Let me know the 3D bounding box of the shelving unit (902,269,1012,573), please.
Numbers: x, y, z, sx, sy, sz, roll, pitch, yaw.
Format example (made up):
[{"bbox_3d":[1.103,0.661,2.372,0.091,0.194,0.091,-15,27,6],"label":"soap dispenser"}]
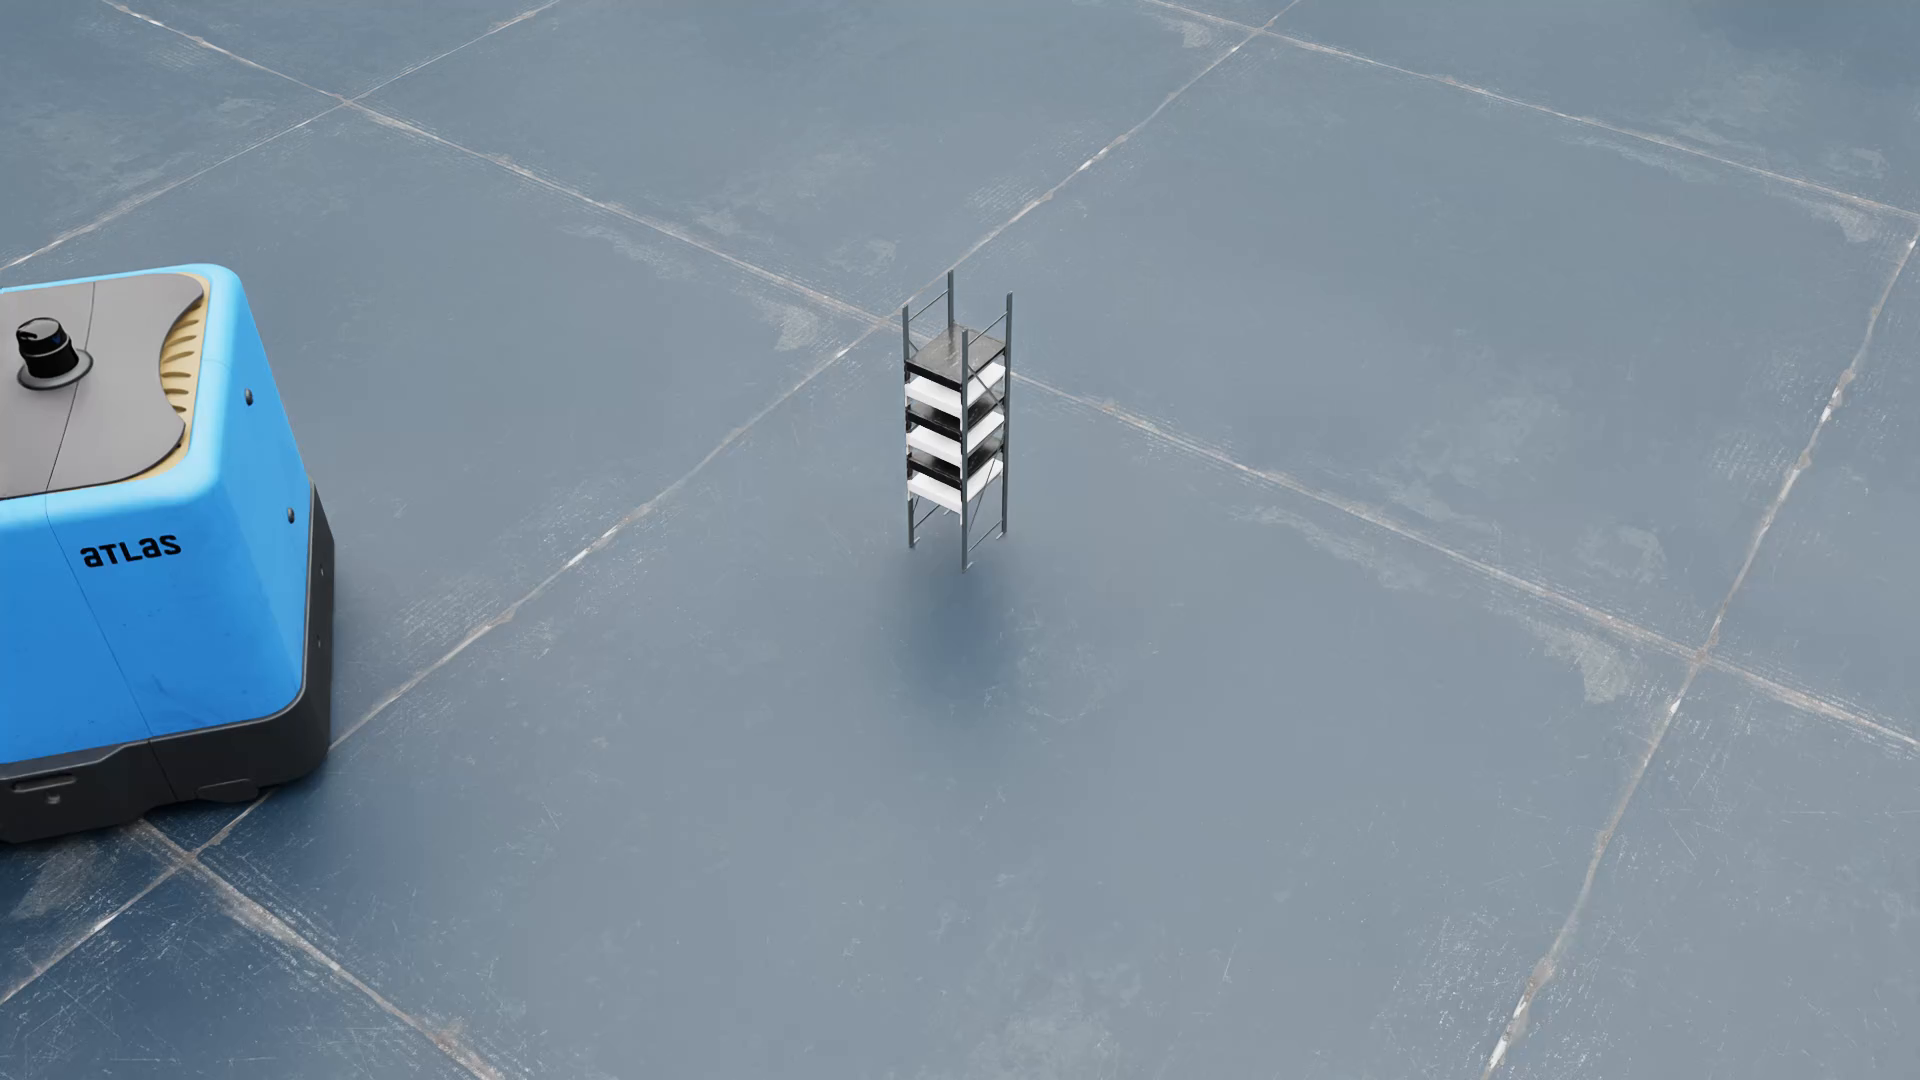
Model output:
[{"bbox_3d":[-0.007,-0.338,4.953,0.210,0.900,0.258,25,48,25],"label":"shelving unit"}]

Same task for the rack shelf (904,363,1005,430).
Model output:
[{"bbox_3d":[-0.007,-0.448,4.856,0.200,0.077,0.258,25,48,25],"label":"rack shelf"}]

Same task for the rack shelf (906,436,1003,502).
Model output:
[{"bbox_3d":[-0.007,-0.247,5.036,0.200,0.077,0.258,25,48,25],"label":"rack shelf"}]

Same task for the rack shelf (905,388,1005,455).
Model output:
[{"bbox_3d":[-0.007,-0.381,4.916,0.200,0.077,0.258,25,48,25],"label":"rack shelf"}]

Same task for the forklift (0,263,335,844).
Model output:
[{"bbox_3d":[-3.286,-0.496,3.606,3.031,2.935,1.130,-10,43,-11],"label":"forklift"}]

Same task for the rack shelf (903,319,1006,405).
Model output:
[{"bbox_3d":[-0.007,-0.515,4.796,0.200,0.077,0.258,25,48,25],"label":"rack shelf"}]

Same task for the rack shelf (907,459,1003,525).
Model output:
[{"bbox_3d":[-0.007,-0.179,5.096,0.200,0.077,0.258,25,48,25],"label":"rack shelf"}]

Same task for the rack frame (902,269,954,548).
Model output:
[{"bbox_3d":[-0.090,-0.377,4.997,0.006,0.900,0.240,25,48,25],"label":"rack frame"}]

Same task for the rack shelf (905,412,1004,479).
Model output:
[{"bbox_3d":[-0.007,-0.314,4.976,0.200,0.077,0.258,25,48,25],"label":"rack shelf"}]

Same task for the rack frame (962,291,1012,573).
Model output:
[{"bbox_3d":[0.077,-0.300,4.910,0.006,0.900,0.240,25,48,25],"label":"rack frame"}]
